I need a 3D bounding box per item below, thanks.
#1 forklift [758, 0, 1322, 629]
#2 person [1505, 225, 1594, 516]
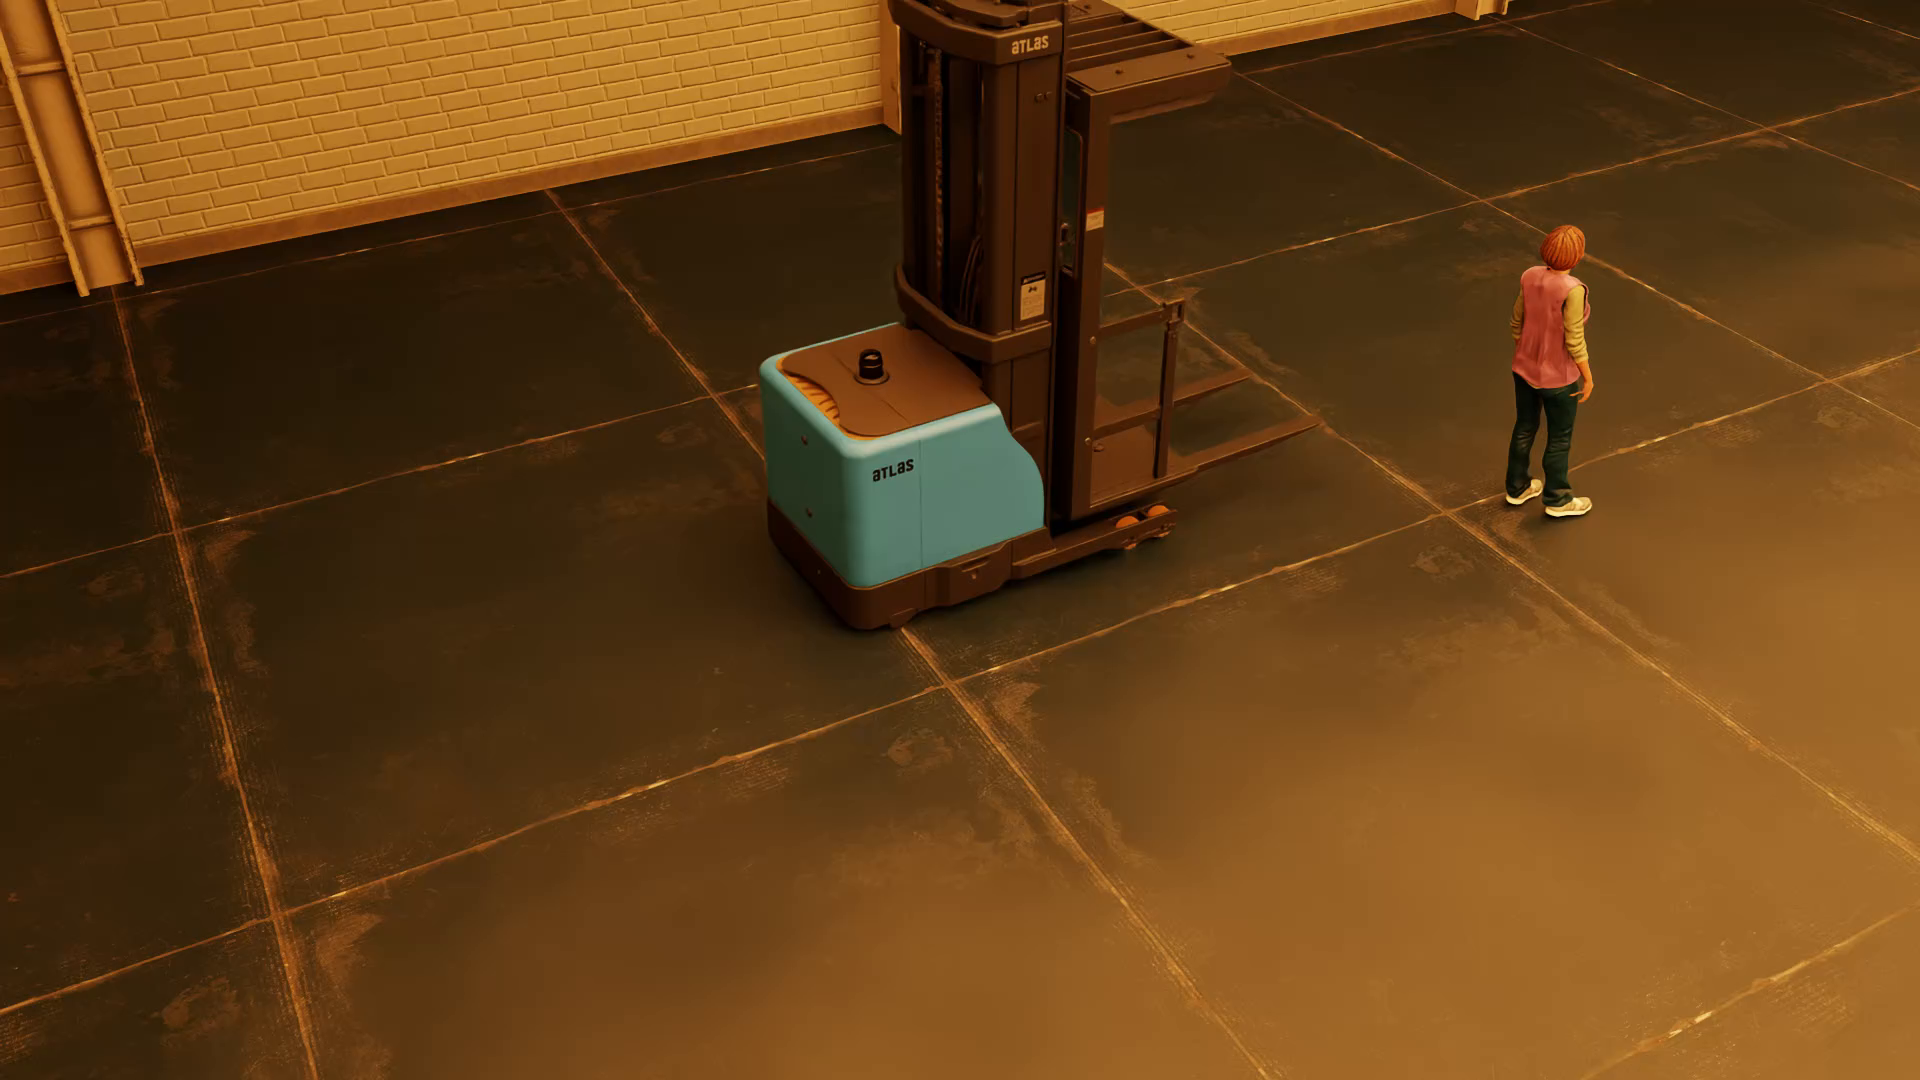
[{"bbox_3d":[0.540,-1.395,8.096,3.031,2.935,1.130,-19,39,-25],"label":"forklift"},{"bbox_3d":[3.056,-0.872,8.501,0.473,1.598,0.518,-18,39,-23],"label":"person"}]
